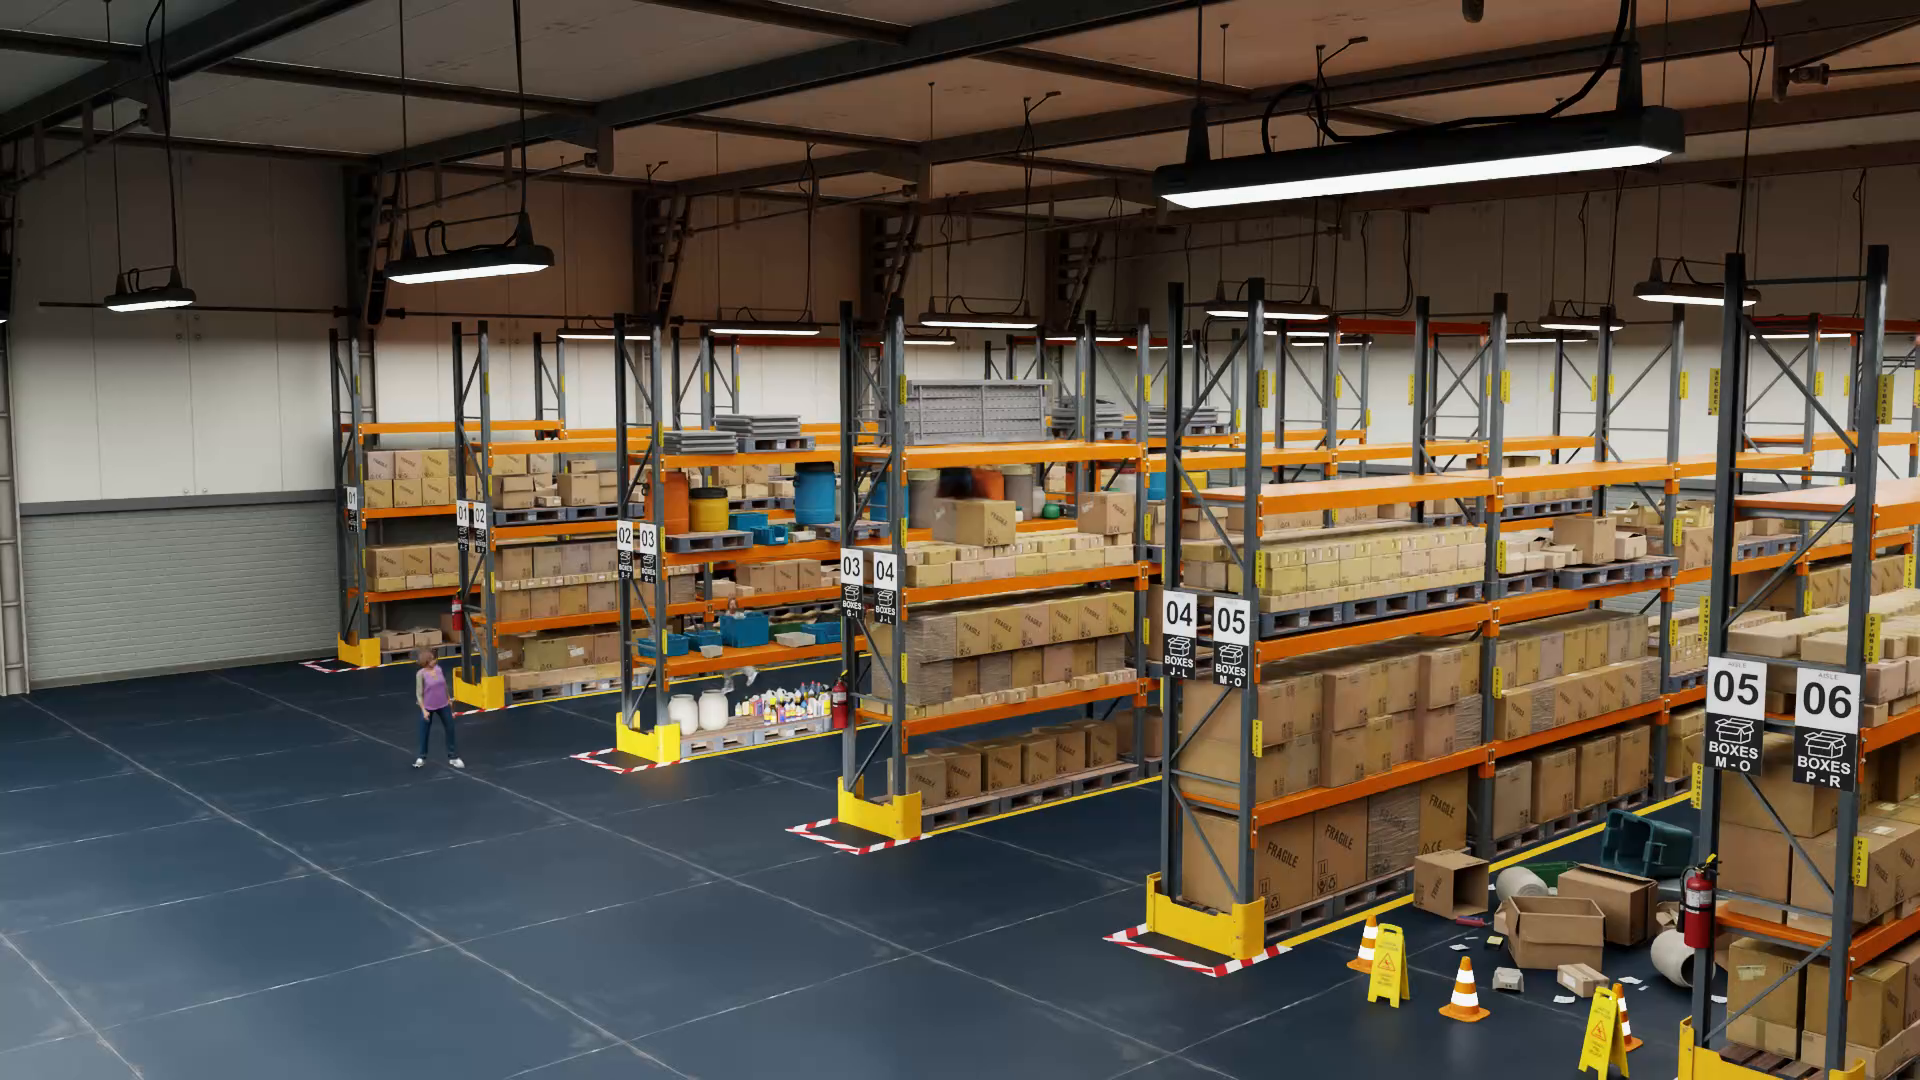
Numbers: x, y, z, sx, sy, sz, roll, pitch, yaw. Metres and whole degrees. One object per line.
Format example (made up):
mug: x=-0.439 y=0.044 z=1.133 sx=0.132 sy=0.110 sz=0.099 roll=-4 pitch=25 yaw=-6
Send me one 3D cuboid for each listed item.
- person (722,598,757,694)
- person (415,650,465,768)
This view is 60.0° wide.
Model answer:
person: x=-3.655 y=1.718 z=27.173 sx=0.665 sy=1.580 sz=0.550 roll=-4 pitch=7 yaw=-35
person: x=-6.917 y=2.235 z=21.950 sx=0.564 sy=1.608 sz=0.578 roll=-5 pitch=7 yaw=-39
